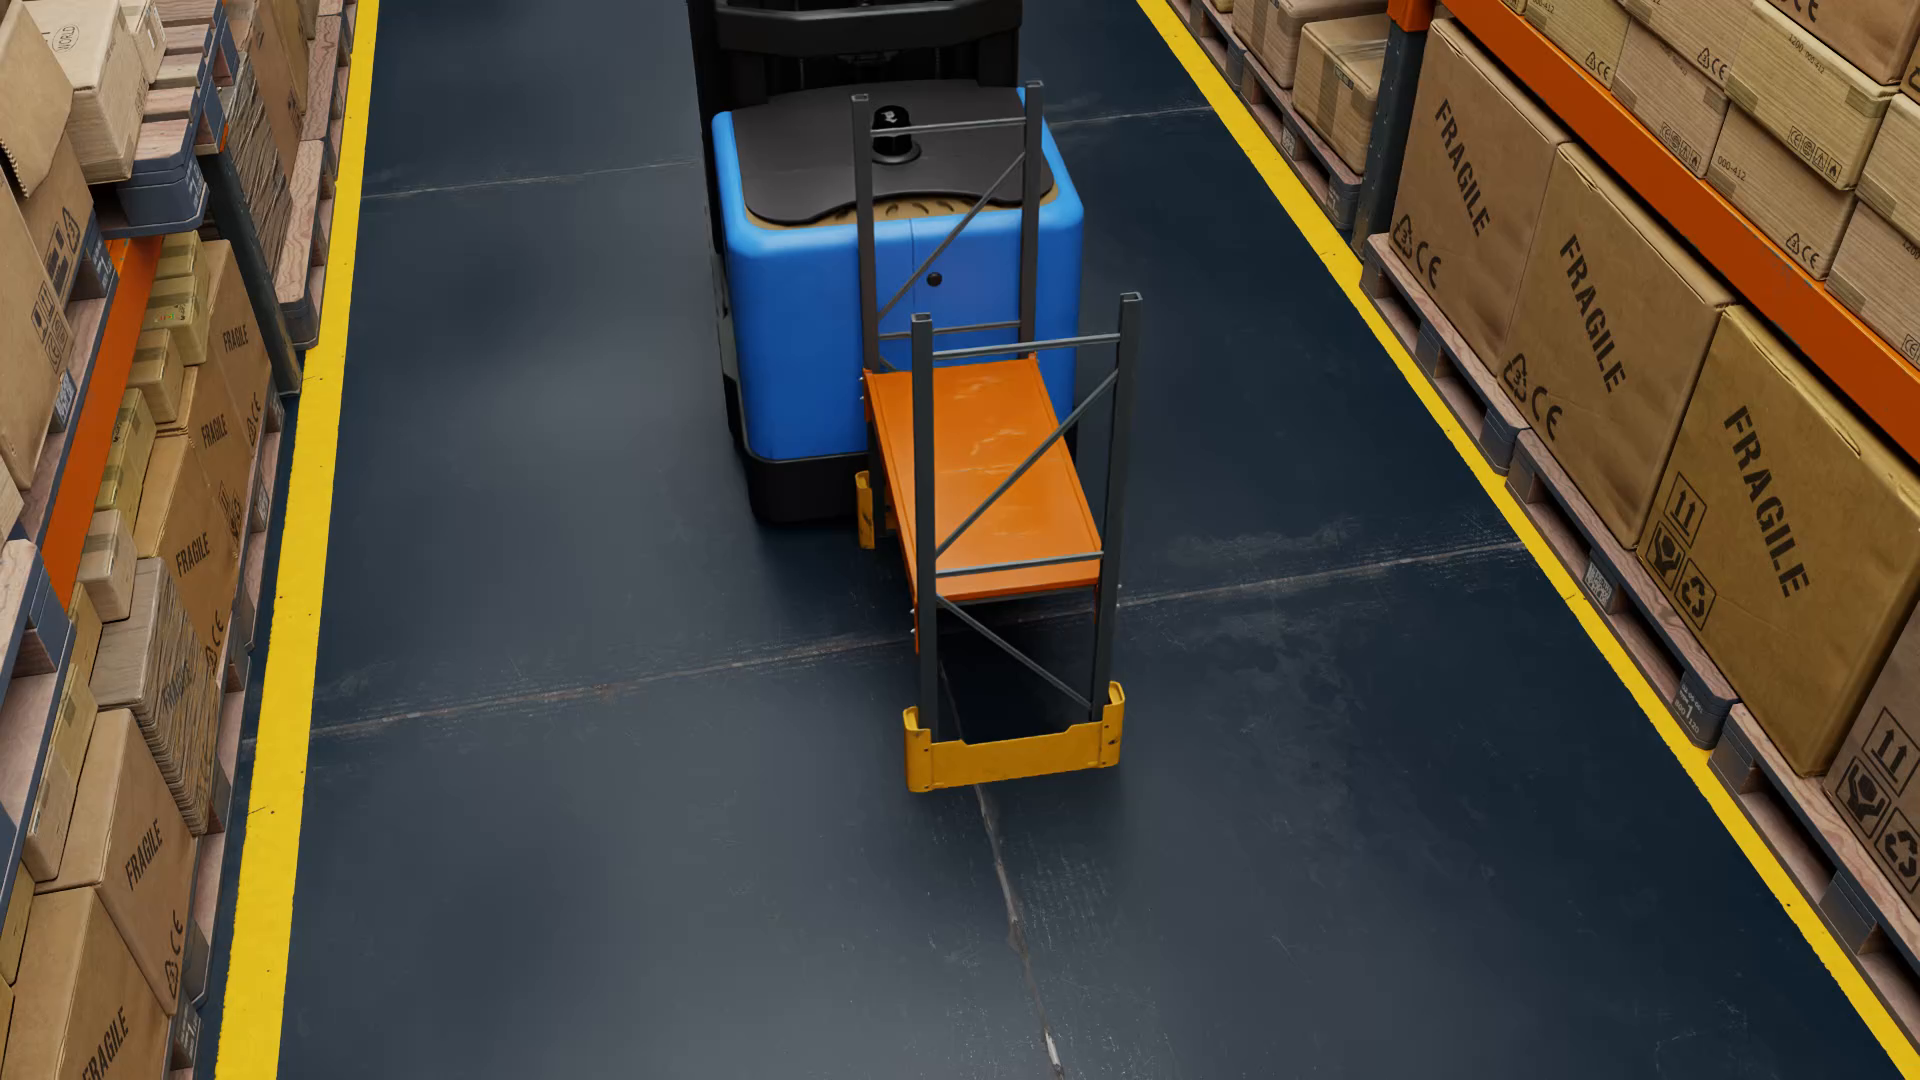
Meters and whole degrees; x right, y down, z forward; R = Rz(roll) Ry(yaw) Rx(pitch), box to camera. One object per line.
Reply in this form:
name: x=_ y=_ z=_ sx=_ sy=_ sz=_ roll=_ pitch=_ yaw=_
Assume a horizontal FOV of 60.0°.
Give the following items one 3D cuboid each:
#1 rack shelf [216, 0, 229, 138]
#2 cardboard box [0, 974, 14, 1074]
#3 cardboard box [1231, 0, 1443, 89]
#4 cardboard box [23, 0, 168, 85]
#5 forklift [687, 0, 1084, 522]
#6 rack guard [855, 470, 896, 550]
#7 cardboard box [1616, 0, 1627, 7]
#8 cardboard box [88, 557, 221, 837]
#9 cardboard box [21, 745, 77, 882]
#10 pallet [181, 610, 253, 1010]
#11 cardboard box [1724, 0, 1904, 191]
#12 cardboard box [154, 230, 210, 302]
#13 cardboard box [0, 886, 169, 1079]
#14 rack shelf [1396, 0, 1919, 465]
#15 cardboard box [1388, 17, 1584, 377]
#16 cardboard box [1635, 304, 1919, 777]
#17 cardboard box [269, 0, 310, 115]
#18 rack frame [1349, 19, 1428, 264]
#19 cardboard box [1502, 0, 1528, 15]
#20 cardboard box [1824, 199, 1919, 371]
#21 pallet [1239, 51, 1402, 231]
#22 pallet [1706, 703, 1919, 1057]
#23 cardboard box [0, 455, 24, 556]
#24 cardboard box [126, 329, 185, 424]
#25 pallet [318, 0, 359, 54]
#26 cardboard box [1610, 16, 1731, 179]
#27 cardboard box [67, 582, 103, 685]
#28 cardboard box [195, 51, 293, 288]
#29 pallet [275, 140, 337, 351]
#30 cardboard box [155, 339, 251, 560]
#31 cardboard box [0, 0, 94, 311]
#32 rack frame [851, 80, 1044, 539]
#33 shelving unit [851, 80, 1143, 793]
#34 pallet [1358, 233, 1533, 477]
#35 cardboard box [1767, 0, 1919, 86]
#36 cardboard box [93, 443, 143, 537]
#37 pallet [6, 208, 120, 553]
rack shelf: x=-3.241 y=-2.622 z=6.486 sx=1.077 sy=0.370 sz=4.000 roll=-8 pitch=42 yaw=-9
cardboard box: x=-1.965 y=0.930 z=3.021 sx=0.380 sy=0.149 sz=0.250 roll=-10 pitch=43 yaw=-12
cardboard box: x=1.757 y=-2.327 z=7.275 sx=0.950 sy=0.372 sz=0.625 roll=-9 pitch=42 yaw=-10
cardboard box: x=-2.293 y=-1.287 z=4.313 sx=0.380 sy=0.149 sz=0.250 roll=-8 pitch=42 yaw=-8
forklift: x=-0.389 y=-2.137 z=5.449 sx=1.130 sy=2.935 sz=3.031 roll=-7 pitch=42 yaw=-7
rack guard: x=-0.028 y=-0.122 z=5.199 sx=0.587 sy=0.250 sz=0.087 roll=-7 pitch=42 yaw=-7
cardboard box: x=2.015 y=-1.740 z=4.687 sx=0.500 sy=0.250 sz=0.500 roll=-7 pitch=42 yaw=-8
cardboard box: x=-2.165 y=0.425 z=4.078 sx=0.500 sy=0.500 sz=0.500 roll=-10 pitch=43 yaw=-11
cardboard box: x=-2.055 y=0.587 z=3.407 sx=0.380 sy=0.149 sz=0.250 roll=-8 pitch=42 yaw=-9
pallet: x=-2.425 y=0.727 z=4.272 sx=1.003 sy=0.211 sz=1.213 roll=-8 pitch=42 yaw=-9
cardboard box: x=2.207 y=-1.084 z=3.948 sx=0.500 sy=0.250 sz=0.500 roll=-8 pitch=42 yaw=-9
cardboard box: x=-2.455 y=-0.775 z=4.942 sx=0.380 sy=0.149 sz=0.250 roll=-10 pitch=43 yaw=-11
cardboard box: x=-1.955 y=1.087 z=3.333 sx=0.500 sy=0.500 sz=0.500 roll=-9 pitch=42 yaw=-10
rack shelf: x=2.468 y=-0.743 z=4.369 sx=1.077 sy=0.370 sz=4.000 roll=-8 pitch=42 yaw=-9
cardboard box: x=2.105 y=-1.211 z=5.639 sx=0.875 sy=0.875 sz=0.875 roll=-9 pitch=42 yaw=-10
cardboard box: x=2.485 y=-0.053 z=4.334 sx=0.875 sy=0.875 sz=0.875 roll=-7 pitch=42 yaw=-8
cardboard box: x=-3.225 y=-2.128 z=6.861 sx=0.875 sy=0.625 sz=0.625 roll=-10 pitch=43 yaw=-11
rack frame: x=2.037 y=-2.308 z=5.591 sx=1.000 sy=3.000 sz=0.127 roll=-8 pitch=42 yaw=-9
cardboard box: x=1.897 y=-1.899 z=5.242 sx=0.500 sy=0.250 sz=0.500 roll=-9 pitch=42 yaw=-10
cardboard box: x=2.358 y=-0.574 z=3.750 sx=0.500 sy=0.250 sz=0.500 roll=-9 pitch=42 yaw=-10
pallet: x=1.869 y=-1.772 z=7.087 sx=1.003 sy=0.211 sz=1.213 roll=-8 pitch=42 yaw=-9
pallet: x=2.660 y=0.838 z=4.147 sx=1.003 sy=0.211 sz=1.213 roll=-8 pitch=42 yaw=-9
cardboard box: x=-1.871 y=-0.064 z=2.847 sx=0.396 sy=0.266 sz=0.258 roll=-6 pitch=42 yaw=-7
cardboard box: x=-2.352 y=-0.426 z=4.548 sx=0.380 sy=0.149 sz=0.250 roll=-10 pitch=43 yaw=-11
pallet: x=-3.476 y=-2.672 z=8.101 sx=1.003 sy=0.211 sz=1.213 roll=-8 pitch=42 yaw=-9
cardboard box: x=2.132 y=-1.227 z=4.486 sx=0.500 sy=0.250 sz=0.500 roll=-7 pitch=42 yaw=-8
cardboard box: x=-2.193 y=0.255 z=3.781 sx=0.380 sy=0.149 sz=0.250 roll=-8 pitch=42 yaw=-9
cardboard box: x=-2.931 y=-1.270 z=5.893 sx=0.875 sy=0.625 sz=0.625 roll=-7 pitch=42 yaw=-8
pallet: x=-2.949 y=-1.091 z=6.320 sx=1.003 sy=0.211 sz=1.213 roll=-8 pitch=42 yaw=-9
cardboard box: x=-2.410 y=-0.247 z=4.836 sx=0.500 sy=0.500 sz=0.500 roll=-9 pitch=42 yaw=-10
cardboard box: x=-2.276 y=-0.758 z=3.451 sx=0.797 sy=0.503 sz=0.637 roll=-9 pitch=42 yaw=-10
rack frame: x=-0.031 y=-0.602 z=4.798 sx=0.500 sy=1.500 sz=0.032 roll=-7 pitch=42 yaw=-7
shelving unit: x=0.058 y=-0.263 z=4.417 sx=0.587 sy=1.500 sz=1.083 roll=-7 pitch=42 yaw=-7
pallet: x=2.133 y=-0.743 z=5.928 sx=1.003 sy=0.211 sz=1.213 roll=-8 pitch=42 yaw=-9
cardboard box: x=2.223 y=-1.379 z=3.716 sx=0.500 sy=0.500 sz=0.500 roll=-8 pitch=42 yaw=-9
cardboard box: x=-2.285 y=-0.087 z=4.166 sx=0.380 sy=0.149 sz=0.250 roll=-9 pitch=42 yaw=-10
pallet: x=-2.385 y=-0.263 z=3.431 sx=1.003 sy=0.211 sz=1.213 roll=-8 pitch=42 yaw=-9
